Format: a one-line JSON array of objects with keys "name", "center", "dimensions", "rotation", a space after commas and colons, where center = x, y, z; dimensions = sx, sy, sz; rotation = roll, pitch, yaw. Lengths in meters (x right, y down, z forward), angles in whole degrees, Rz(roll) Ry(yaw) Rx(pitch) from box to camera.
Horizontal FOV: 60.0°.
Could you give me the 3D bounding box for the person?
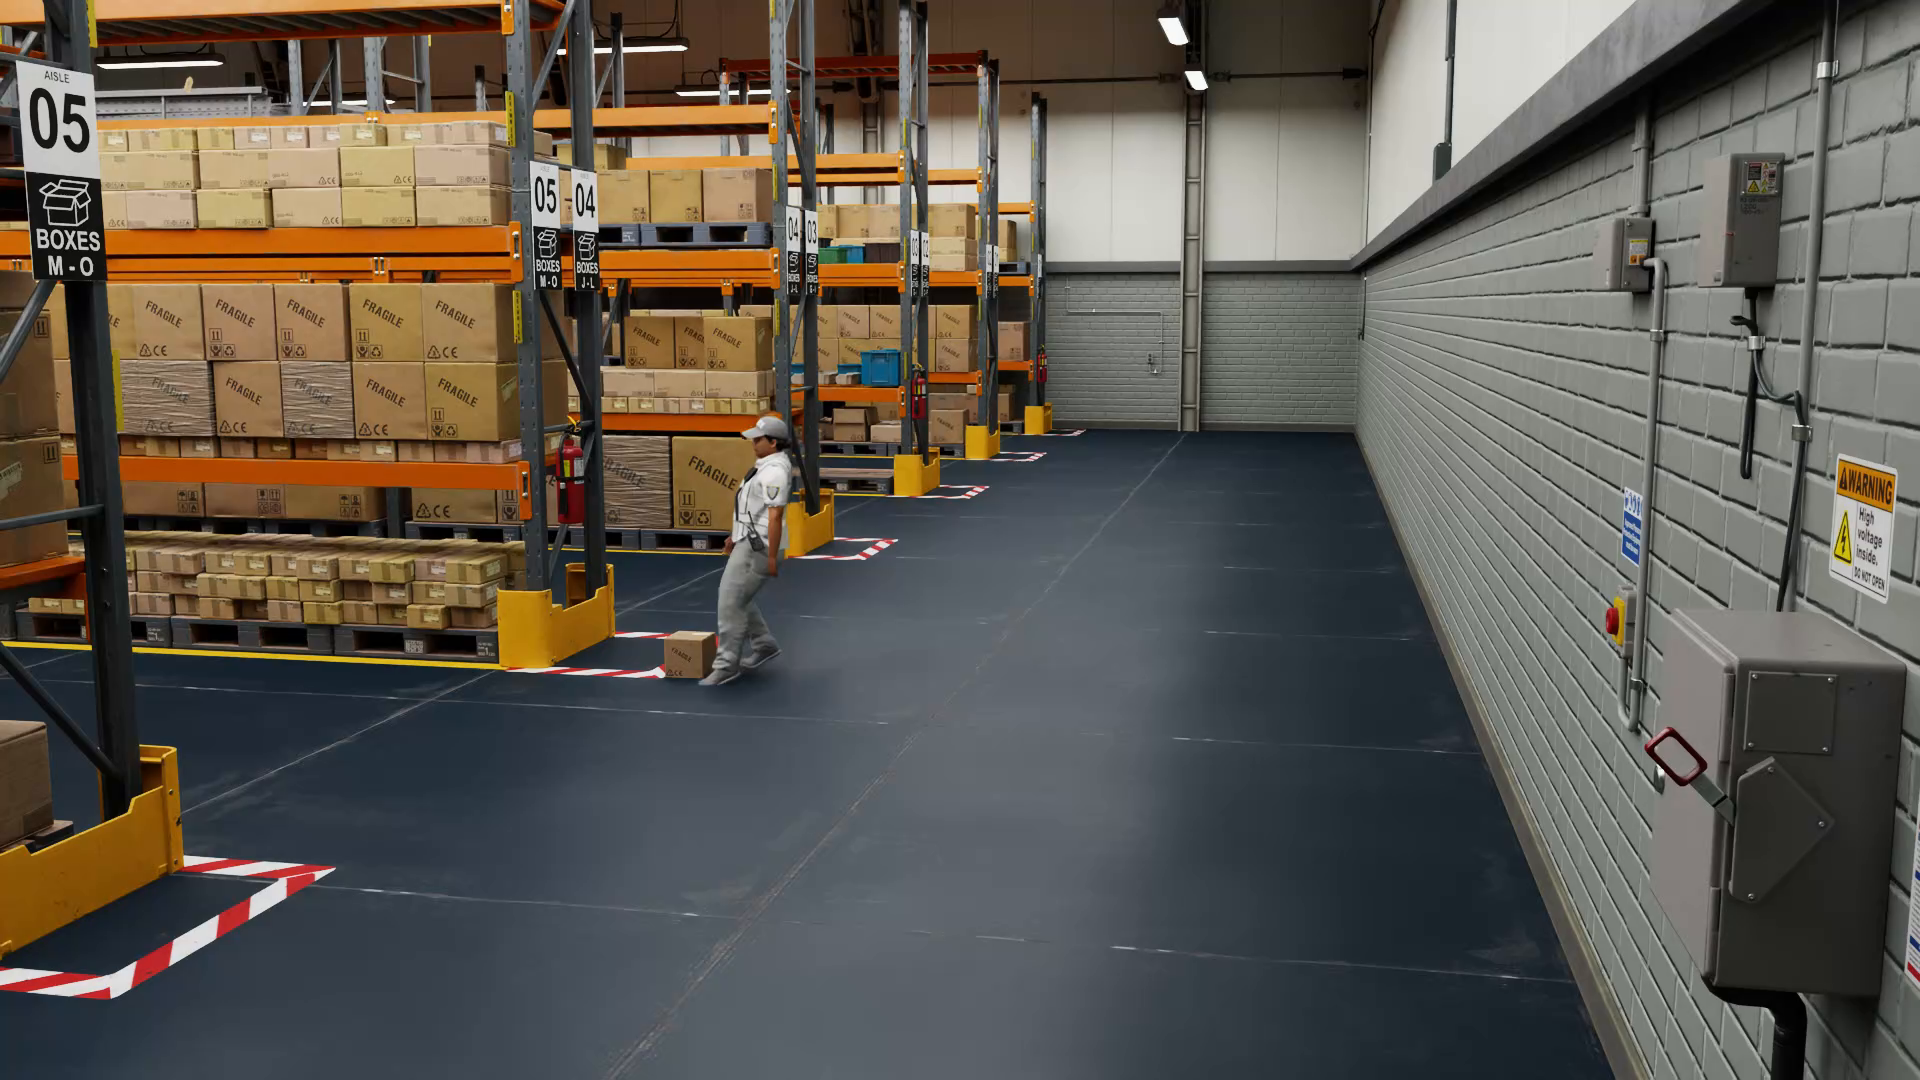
[{"name": "person", "center": [-1.341, 0.076, 10.299], "dimensions": [0.634, 1.688, 0.533], "rotation": [-1, 8, -6]}]
